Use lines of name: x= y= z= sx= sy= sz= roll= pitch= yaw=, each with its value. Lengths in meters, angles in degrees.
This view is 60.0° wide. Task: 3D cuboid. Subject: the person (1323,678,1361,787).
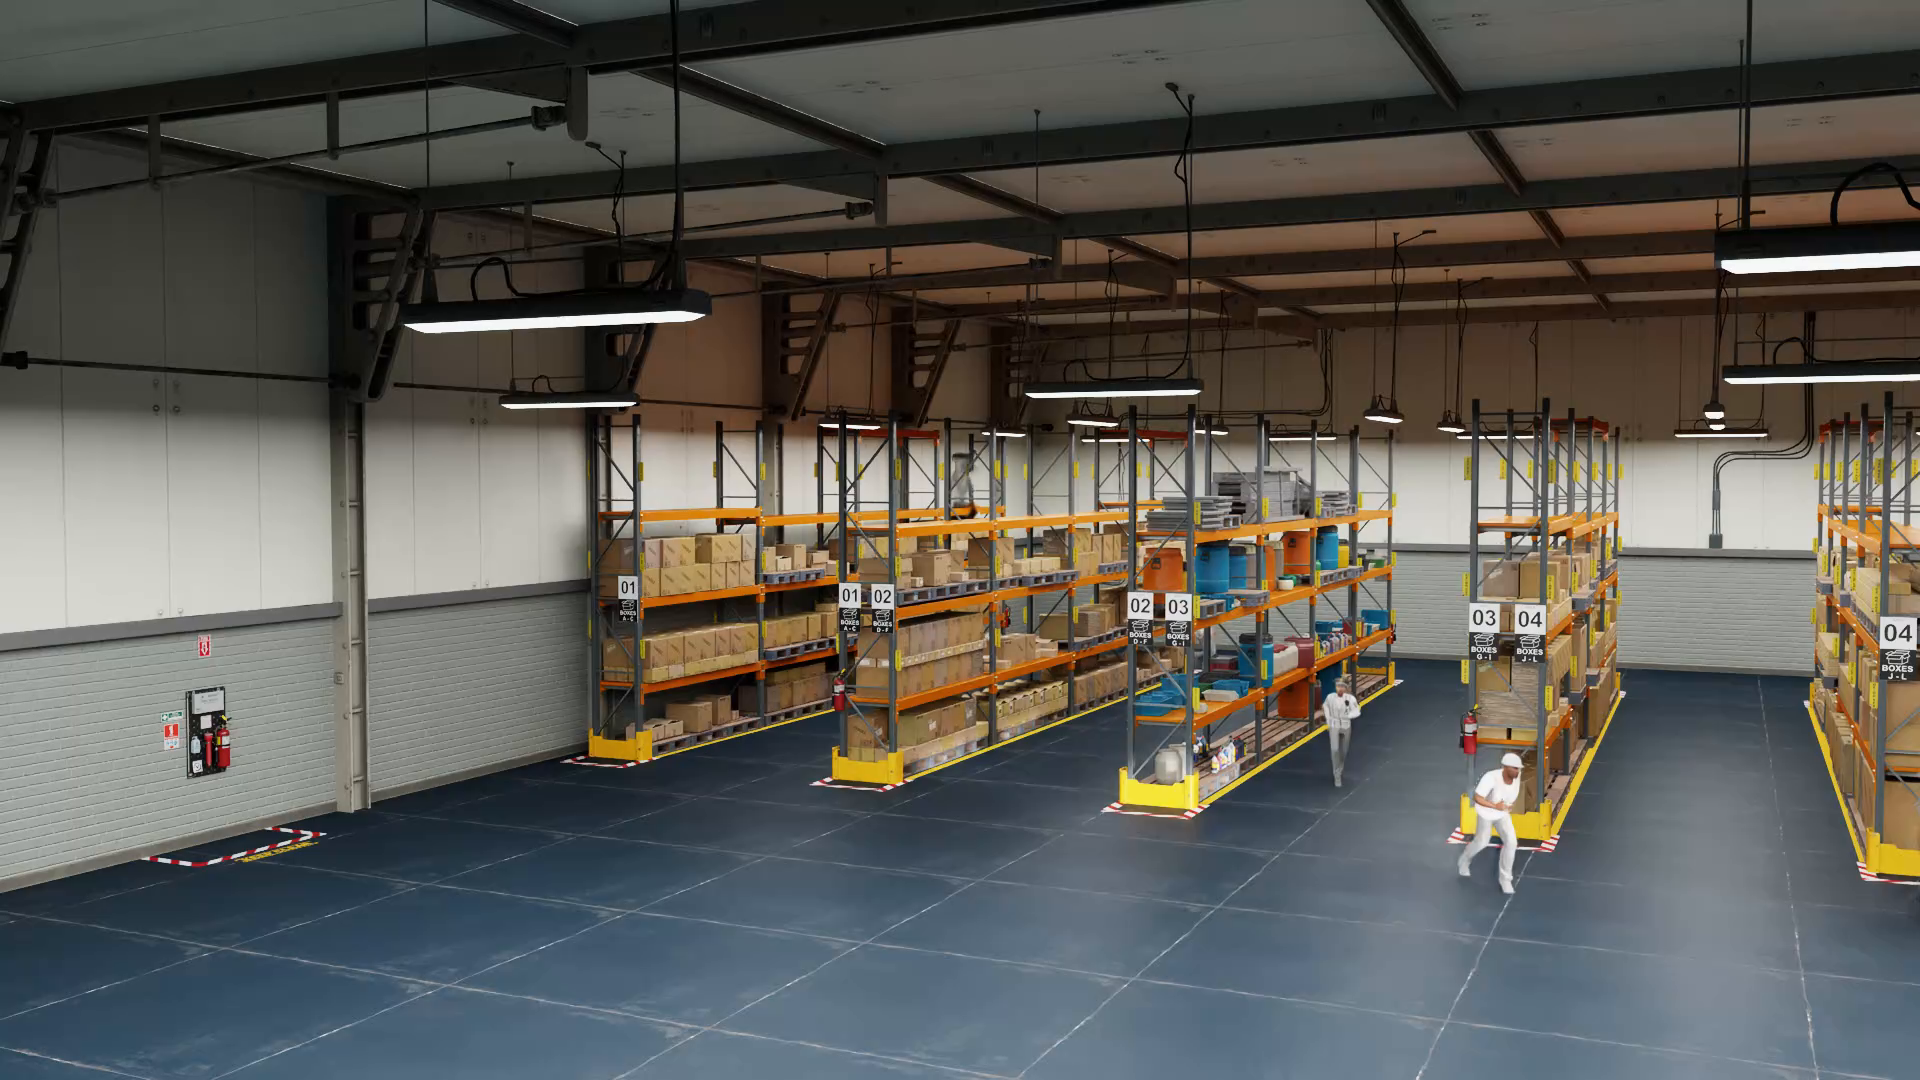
person: x=6.158 y=3.071 z=26.825 sx=0.568 sy=1.746 sz=0.986 roll=0 pitch=2 yaw=9

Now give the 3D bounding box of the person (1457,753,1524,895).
person: x=6.401 y=3.368 z=20.040 sx=0.747 sy=1.717 sz=1.043 roll=-1 pitch=3 yaw=-24

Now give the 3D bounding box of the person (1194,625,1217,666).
person: x=6.166 y=2.426 z=42.021 sx=0.564 sy=1.708 sz=0.699 roll=2 pitch=3 yaw=42
